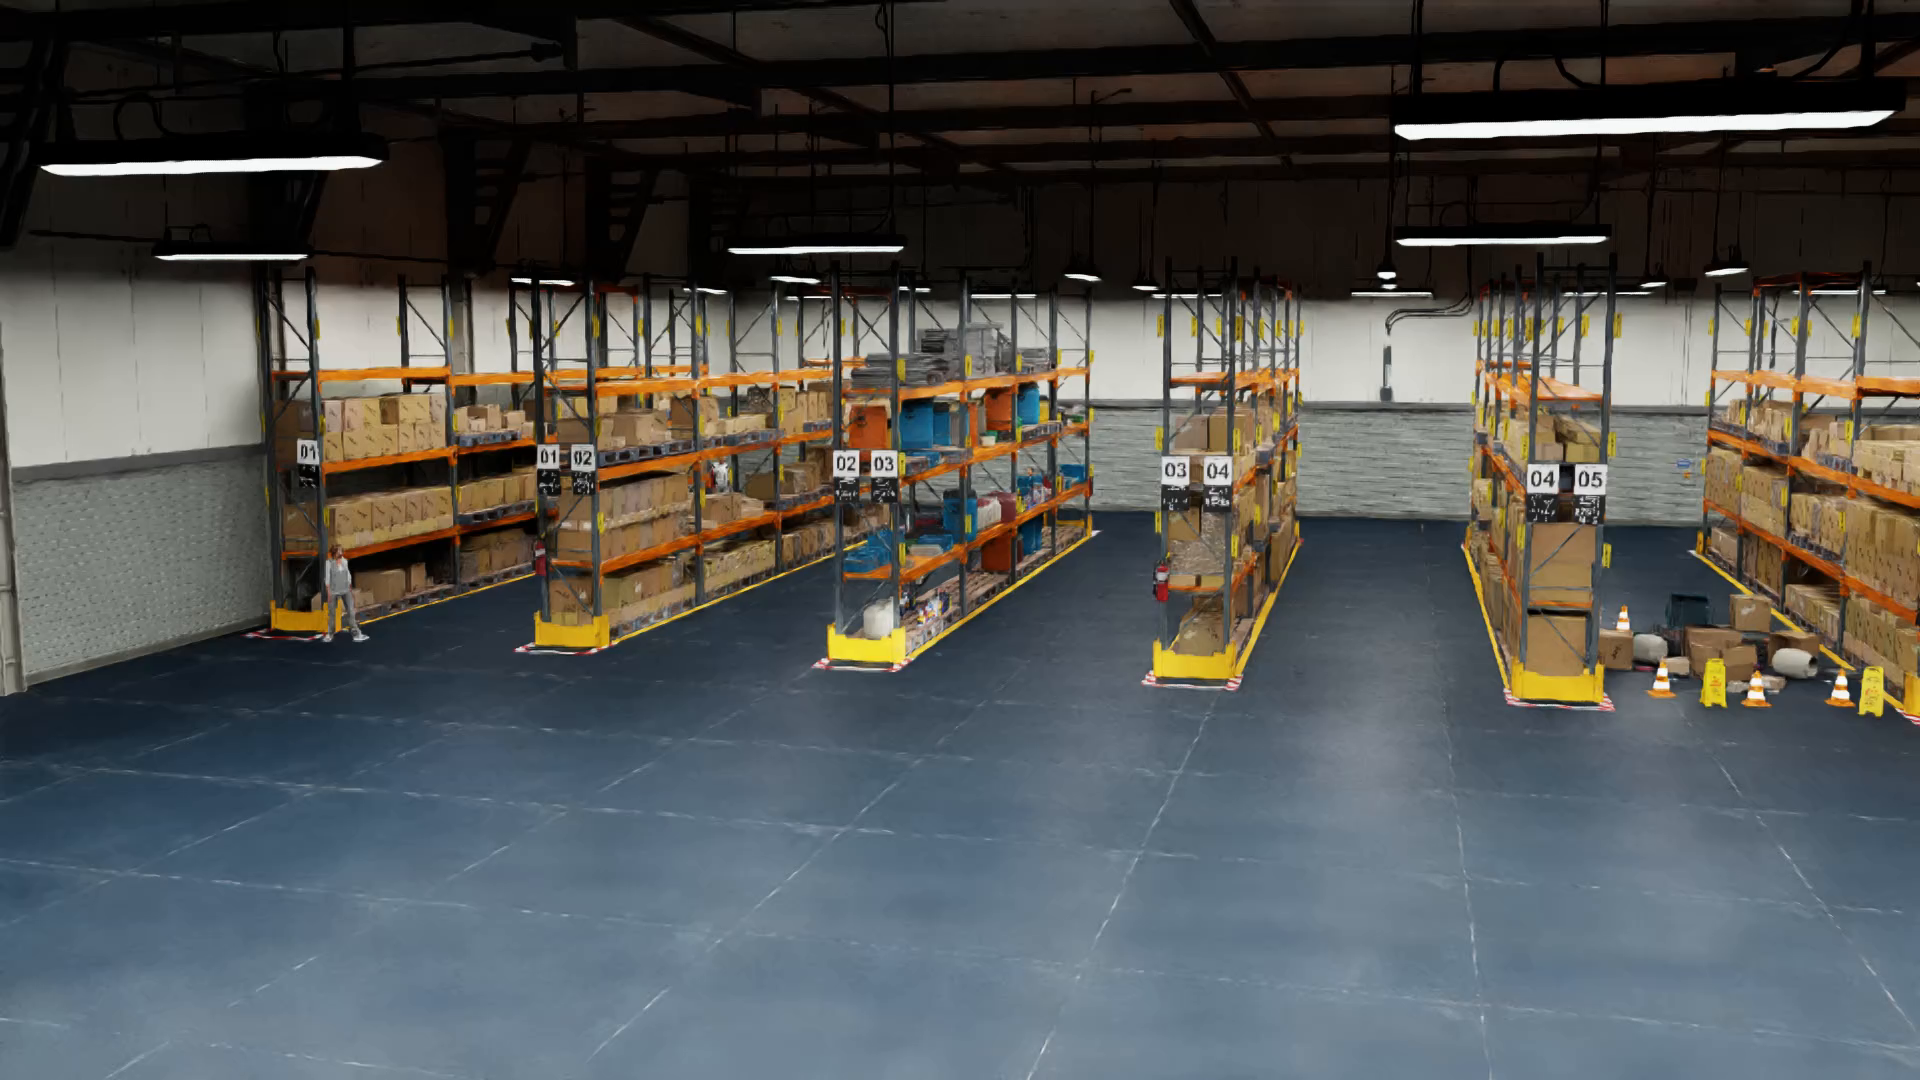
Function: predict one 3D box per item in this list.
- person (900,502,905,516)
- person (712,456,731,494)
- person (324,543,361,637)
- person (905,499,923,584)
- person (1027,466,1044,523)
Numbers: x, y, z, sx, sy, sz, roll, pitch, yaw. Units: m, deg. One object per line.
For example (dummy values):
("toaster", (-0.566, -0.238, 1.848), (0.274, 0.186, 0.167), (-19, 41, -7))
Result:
("person", (-1.881, -1.417, 44.165), (0.576, 1.666, 0.961), (5, 9, 36))
("person", (-6.320, -1.444, 43.995), (0.629, 1.751, 0.541), (-6, 9, -37))
("person", (-9.942, 0.802, 26.659), (0.502, 1.517, 0.424), (-6, 9, -38))
("person", (-0.916, 0.011, 32.753), (0.545, 1.663, 0.545), (4, 8, 30))
("person", (1.824, -1.074, 41.728), (0.515, 1.592, 0.928), (6, 9, 37))
